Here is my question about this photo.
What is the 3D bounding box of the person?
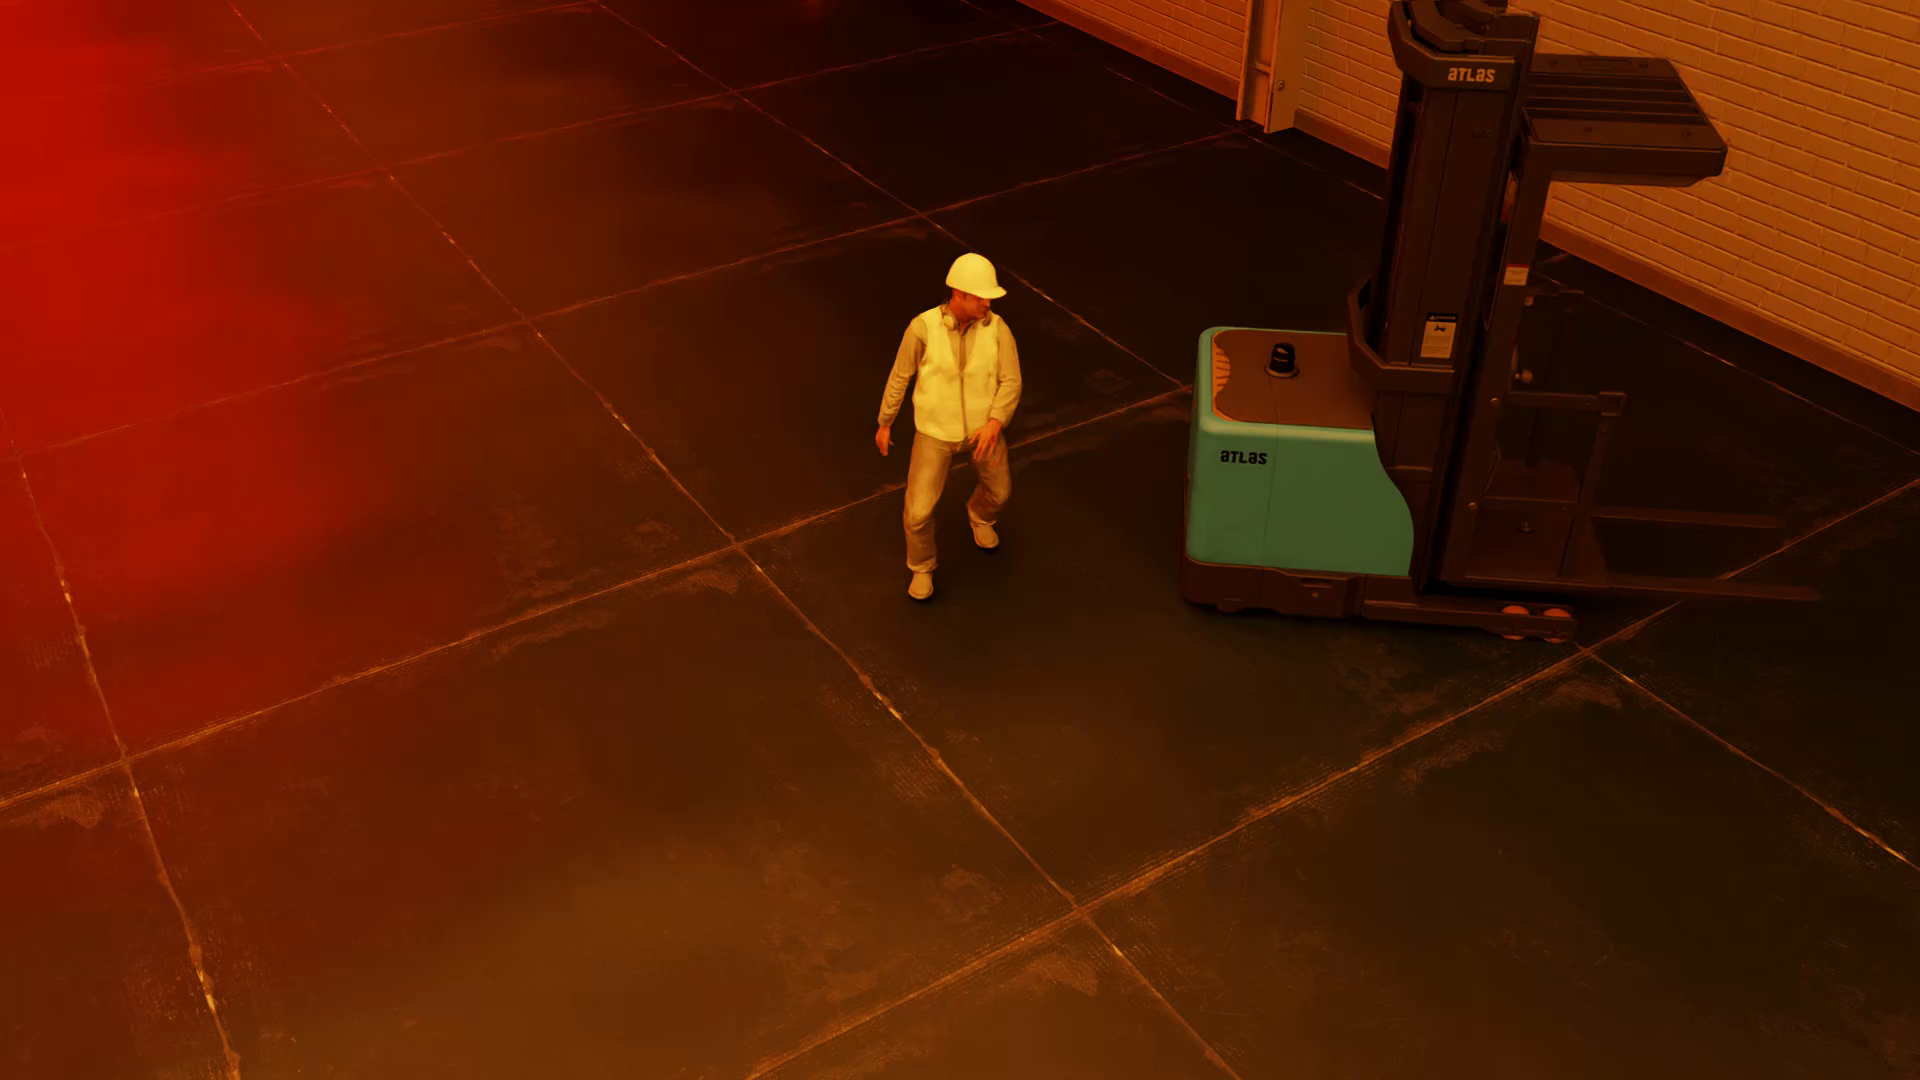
[{"bbox_3d":[-0.058,-0.536,8.000,0.693,1.690,0.792,-8,36,-11],"label":"person"}]

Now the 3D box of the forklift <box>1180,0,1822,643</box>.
[{"bbox_3d":[2.641,-1.030,7.613,3.031,2.935,1.130,4,35,6],"label":"forklift"}]
